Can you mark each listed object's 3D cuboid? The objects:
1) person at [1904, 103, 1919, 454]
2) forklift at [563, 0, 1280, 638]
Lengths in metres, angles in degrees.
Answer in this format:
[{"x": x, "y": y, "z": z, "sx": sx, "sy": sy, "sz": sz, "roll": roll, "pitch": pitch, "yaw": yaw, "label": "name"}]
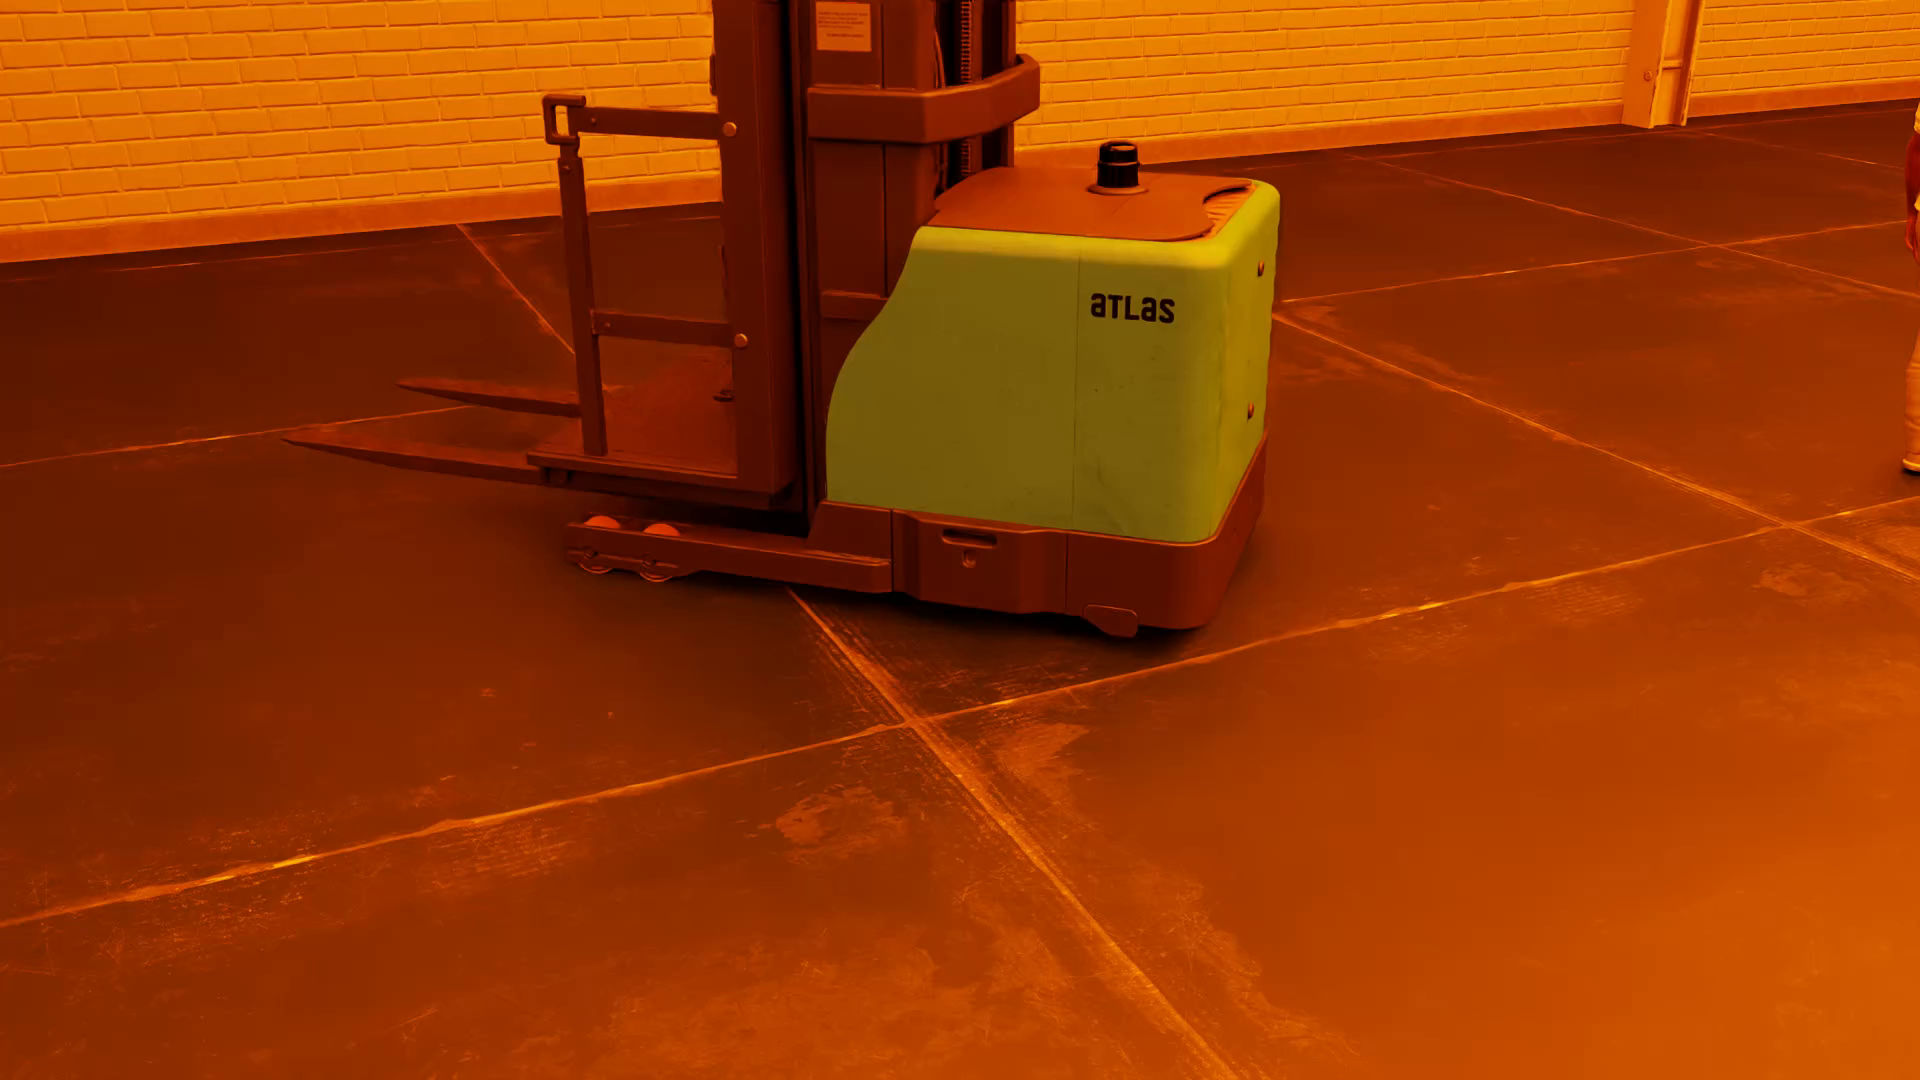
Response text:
[{"x": 3.280, "y": -1.045, "z": 5.308, "sx": 0.394, "sy": 1.628, "sz": 0.510, "roll": -13, "pitch": 26, "yaw": -29, "label": "person"}, {"x": -0.635, "y": -1.414, "z": 4.691, "sx": 3.031, "sy": 2.935, "sz": 1.130, "roll": 7, "pitch": 24, "yaw": 17, "label": "forklift"}]
